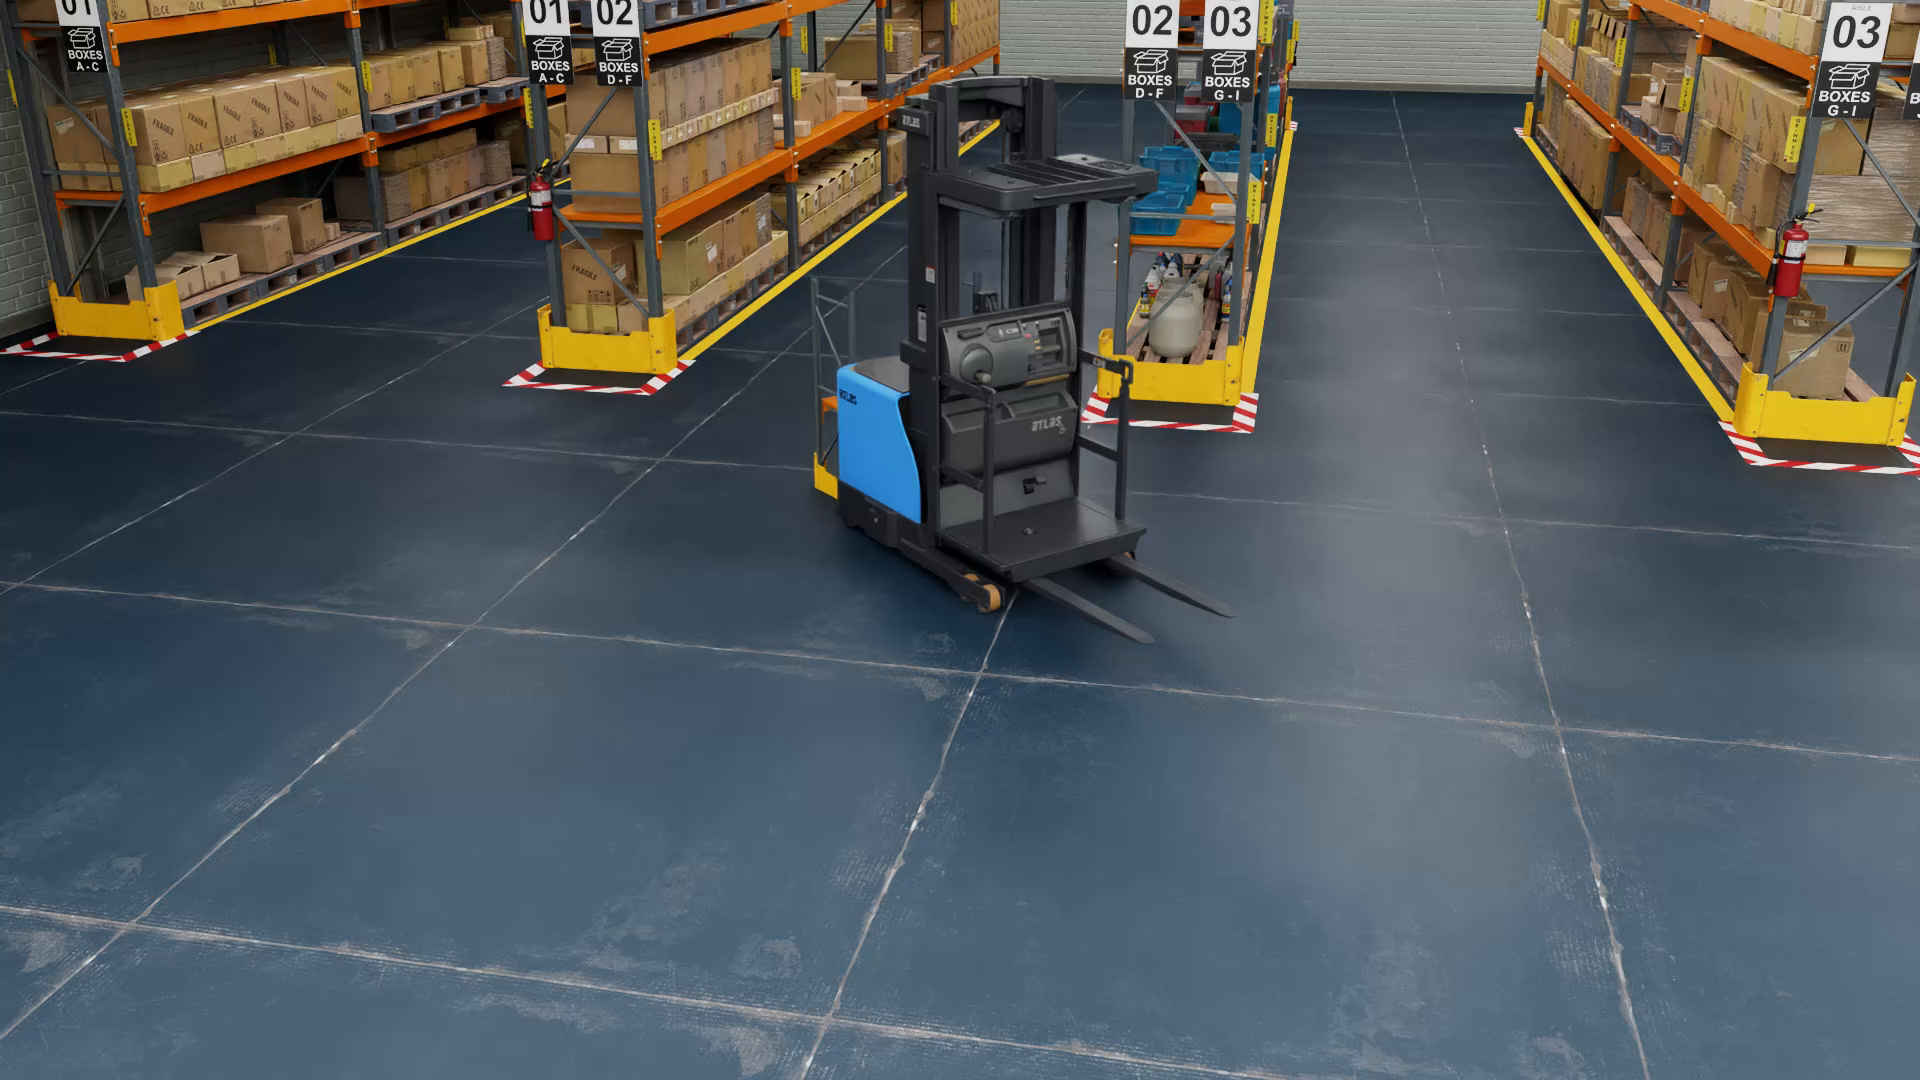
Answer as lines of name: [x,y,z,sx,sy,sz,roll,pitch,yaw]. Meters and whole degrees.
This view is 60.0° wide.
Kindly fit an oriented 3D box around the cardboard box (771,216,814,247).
cardboard box: [-1.940,-3.449,18.522,0.500,0.250,0.500,4,22,10]

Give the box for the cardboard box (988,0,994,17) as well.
cardboard box: [0.259,-8.932,27.543,0.500,0.500,0.500,5,22,12]

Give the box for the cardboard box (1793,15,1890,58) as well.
cardboard box: [6.465,-3.700,12.210,0.500,0.250,0.500,5,22,12]

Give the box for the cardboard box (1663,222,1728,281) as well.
cardboard box: [7.578,-2.912,16.827,0.700,0.500,0.500,3,22,7]

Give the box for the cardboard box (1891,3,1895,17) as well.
cardboard box: [6.977,-3.961,12.326,0.380,0.149,0.250,4,22,10]

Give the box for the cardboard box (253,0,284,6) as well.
cardboard box: [-7.168,-5.632,16.646,0.500,0.500,0.500,4,22,9]

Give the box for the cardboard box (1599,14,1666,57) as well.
cardboard box: [8.791,-6.598,21.745,0.797,0.503,0.637,5,22,12]

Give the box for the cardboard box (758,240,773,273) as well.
cardboard box: [-2.258,-2.952,17.288,0.500,0.250,0.500,4,22,11]

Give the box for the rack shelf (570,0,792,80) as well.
rack shelf: [-2.673,-4.728,15.525,1.077,0.370,4.000,4,22,11]

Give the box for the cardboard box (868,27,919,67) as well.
cardboard box: [-0.933,-6.918,23.319,0.700,0.500,0.500,-1,22,-3]

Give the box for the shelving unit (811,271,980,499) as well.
shelving unit: [-0.428,-1.103,11.585,1.083,1.500,0.587,-15,26,-33]

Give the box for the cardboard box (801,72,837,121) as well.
cardboard box: [-1.776,-5.296,19.854,0.500,0.500,0.500,3,22,8]

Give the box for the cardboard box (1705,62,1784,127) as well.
cardboard box: [6.991,-3.965,14.813,0.500,0.500,0.500,4,22,11]

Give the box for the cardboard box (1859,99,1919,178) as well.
cardboard box: [6.995,-3.011,12.443,0.500,0.500,0.500,4,22,11]

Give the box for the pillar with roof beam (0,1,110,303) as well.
pillar with roof beam: [-4.421,-6.091,13.933,9.100,9.000,0.400,4,22,11]

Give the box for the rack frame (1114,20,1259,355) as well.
rack frame: [1.767,-2.560,13.194,1.000,3.000,0.127,4,22,11]

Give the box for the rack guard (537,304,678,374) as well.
rack guard: [-3.086,-1.770,14.580,1.175,0.500,0.348,4,22,11]

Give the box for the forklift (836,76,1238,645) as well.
forklift: [0.423,-1.135,9.749,1.130,2.935,3.031,-14,26,-31]

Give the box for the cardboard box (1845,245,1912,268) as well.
cardboard box: [6.907,-2.152,12.517,0.380,0.149,0.250,4,22,11]

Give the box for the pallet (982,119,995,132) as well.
pallet: [0.006,-7.177,28.392,1.003,0.211,1.213,4,22,11]

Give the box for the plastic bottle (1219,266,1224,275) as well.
plastic bottle: [2.523,-2.519,16.140,0.061,0.283,0.133,4,22,11]

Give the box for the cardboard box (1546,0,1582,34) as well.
cardboard box: [9.416,-8.112,25.779,0.500,0.500,0.500,4,22,10]

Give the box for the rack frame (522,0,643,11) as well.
rack frame: [-3.082,-5.721,13.014,1.000,3.000,0.127,4,22,11]

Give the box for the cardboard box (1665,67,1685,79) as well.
cardboard box: [8.161,-4.937,18.400,0.700,0.500,0.500,8,23,19]

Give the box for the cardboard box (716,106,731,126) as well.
cardboard box: [-2.423,-4.071,15.945,0.380,0.149,0.250,5,23,13]

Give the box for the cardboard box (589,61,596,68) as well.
cardboard box: [-5.577,-6.990,24.503,0.380,0.149,0.250,4,22,9]

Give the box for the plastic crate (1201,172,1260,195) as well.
plastic crate: [2.500,-3.287,15.353,0.530,0.136,0.437,4,22,11]

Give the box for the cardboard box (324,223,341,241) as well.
cardboard box: [-7.195,-3.470,18.657,0.380,0.166,0.250,2,22,4]

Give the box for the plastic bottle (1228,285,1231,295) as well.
plastic bottle: [2.506,-2.224,15.409,0.061,0.283,0.133,5,22,12]

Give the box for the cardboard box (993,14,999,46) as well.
cardboard box: [0.358,-8.652,28.187,0.500,0.500,0.500,5,23,13]

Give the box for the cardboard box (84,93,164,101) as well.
cardboard box: [-7.931,-3.974,15.877,0.500,0.500,0.500,5,22,12]

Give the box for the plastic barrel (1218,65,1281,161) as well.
plastic barrel: [2.958,-4.373,17.026,0.600,0.901,0.708,4,22,11]

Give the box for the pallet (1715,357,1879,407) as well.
pallet: [6.831,-1.211,13.577,1.003,0.211,1.213,4,22,11]

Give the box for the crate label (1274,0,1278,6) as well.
crate label: [2.472,-4.541,14.298,0.502,0.251,0.408,4,22,11]

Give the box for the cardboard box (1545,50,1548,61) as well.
cardboard box: [9.330,-7.529,25.870,0.380,0.149,0.250,4,22,10]

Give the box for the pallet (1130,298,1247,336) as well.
pallet: [2.158,-2.039,15.634,1.003,0.211,1.213,4,22,11]

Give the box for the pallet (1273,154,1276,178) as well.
pallet: [4.017,-5.376,23.919,1.003,0.211,1.213,4,22,11]

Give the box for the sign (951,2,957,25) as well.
sign: [-0.089,-7.823,24.714,0.100,0.325,0.005,4,22,11]

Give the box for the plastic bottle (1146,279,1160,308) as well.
plastic bottle: [1.791,-2.295,15.595,0.152,0.276,0.135,5,22,11]

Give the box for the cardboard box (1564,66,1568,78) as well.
cardboard box: [8.858,-6.685,23.773,0.380,0.149,0.250,5,22,12]

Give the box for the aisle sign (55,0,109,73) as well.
aisle sign: [-7.653,-4.471,14.461,0.394,0.787,0.004,4,22,11]

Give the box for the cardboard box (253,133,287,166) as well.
cardboard box: [-7.214,-3.970,16.871,0.500,0.250,0.500,5,22,11]

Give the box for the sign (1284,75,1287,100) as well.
sign: [3.939,-5.522,20.330,0.100,0.325,0.005,4,22,11]

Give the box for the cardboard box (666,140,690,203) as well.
cardboard box: [-2.871,-3.347,15.015,0.700,0.500,0.500,5,22,12]

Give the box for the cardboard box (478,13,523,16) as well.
cardboard box: [-6.351,-7.157,23.046,0.500,0.250,0.500,4,22,9]

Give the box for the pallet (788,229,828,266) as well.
pallet: [-2.153,-3.380,18.964,1.003,0.211,1.213,4,22,11]

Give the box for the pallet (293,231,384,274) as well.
pallet: [-7.218,-3.236,18.606,1.003,0.211,1.213,4,22,11]

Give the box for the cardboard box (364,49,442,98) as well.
cardboard box: [-6.753,-5.659,20.166,0.700,0.500,0.500,8,23,18]

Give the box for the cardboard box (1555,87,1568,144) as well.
cardboard box: [9.461,-6.344,24.873,0.875,0.875,0.875,4,22,11]

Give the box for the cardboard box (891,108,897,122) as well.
cardboard box: [-1.174,-6.196,23.975,0.500,0.250,0.500,5,22,11]

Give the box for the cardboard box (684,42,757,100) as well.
cardboard box: [-2.452,-4.702,16.643,0.700,0.500,0.500,4,22,11]

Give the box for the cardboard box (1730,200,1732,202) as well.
cardboard box: [6.794,-2.828,14.197,0.380,0.149,0.250,4,22,11]

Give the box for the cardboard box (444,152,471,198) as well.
cardboard box: [-6.688,-4.654,21.152,0.700,0.500,0.500,4,22,11]

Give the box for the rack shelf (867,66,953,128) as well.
rack shelf: [-1.041,-6.262,23.350,1.077,0.370,4.000,4,22,11]

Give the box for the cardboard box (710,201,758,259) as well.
cardboard box: [-2.358,-3.117,16.693,0.500,0.500,0.500,4,22,11]

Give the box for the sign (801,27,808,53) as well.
sign: [-1.982,-6.403,21.292,0.100,0.325,0.005,4,22,11]

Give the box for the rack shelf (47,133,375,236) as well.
rack shelf: [-7.524,-3.713,17.020,1.077,0.370,4.000,4,22,11]

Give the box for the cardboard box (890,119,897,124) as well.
cardboard box: [-1.177,-5.835,24.084,0.500,0.500,0.500,5,22,12]

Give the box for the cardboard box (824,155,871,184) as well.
cardboard box: [-1.415,-4.643,20.734,0.500,0.311,0.500,4,22,10]
